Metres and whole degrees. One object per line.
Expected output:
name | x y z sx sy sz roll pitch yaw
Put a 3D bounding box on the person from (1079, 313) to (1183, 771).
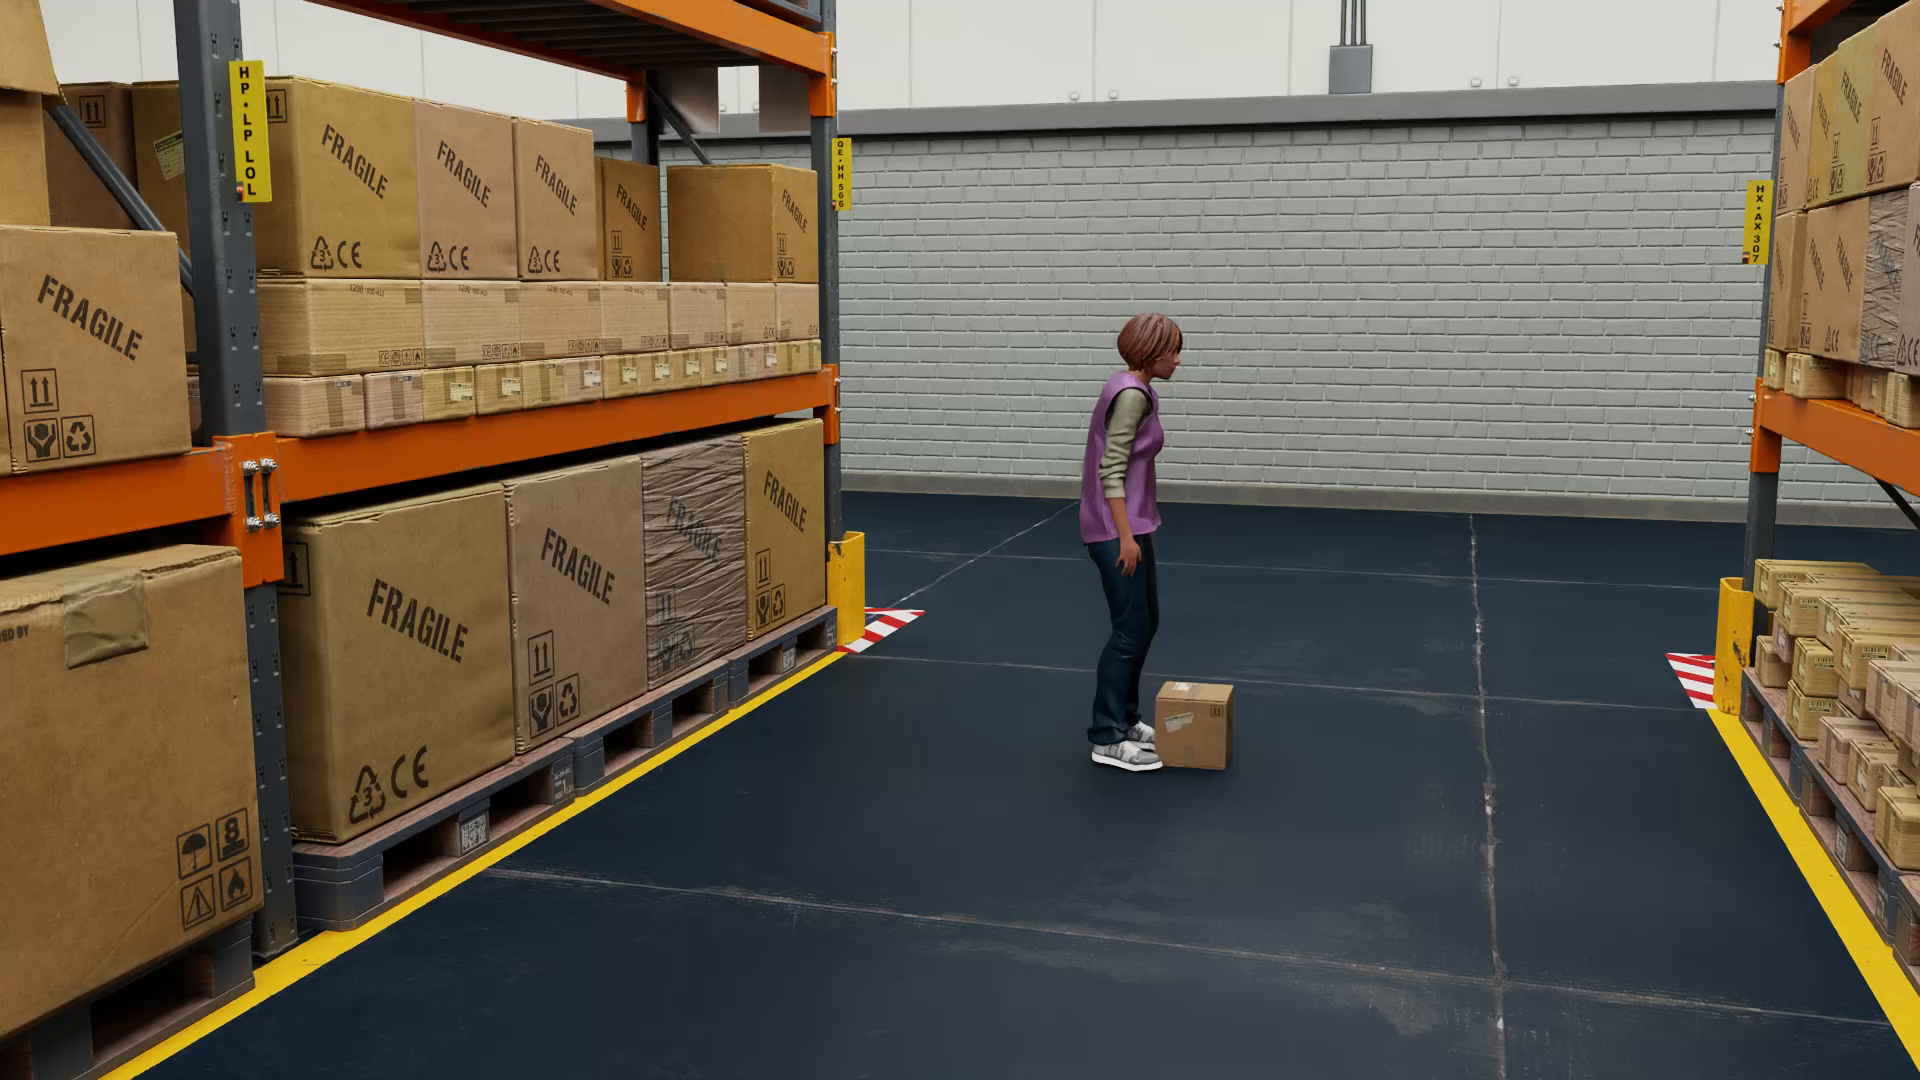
person | 0.602 -0.007 5.934 0.347 1.590 0.472 2 9 13
